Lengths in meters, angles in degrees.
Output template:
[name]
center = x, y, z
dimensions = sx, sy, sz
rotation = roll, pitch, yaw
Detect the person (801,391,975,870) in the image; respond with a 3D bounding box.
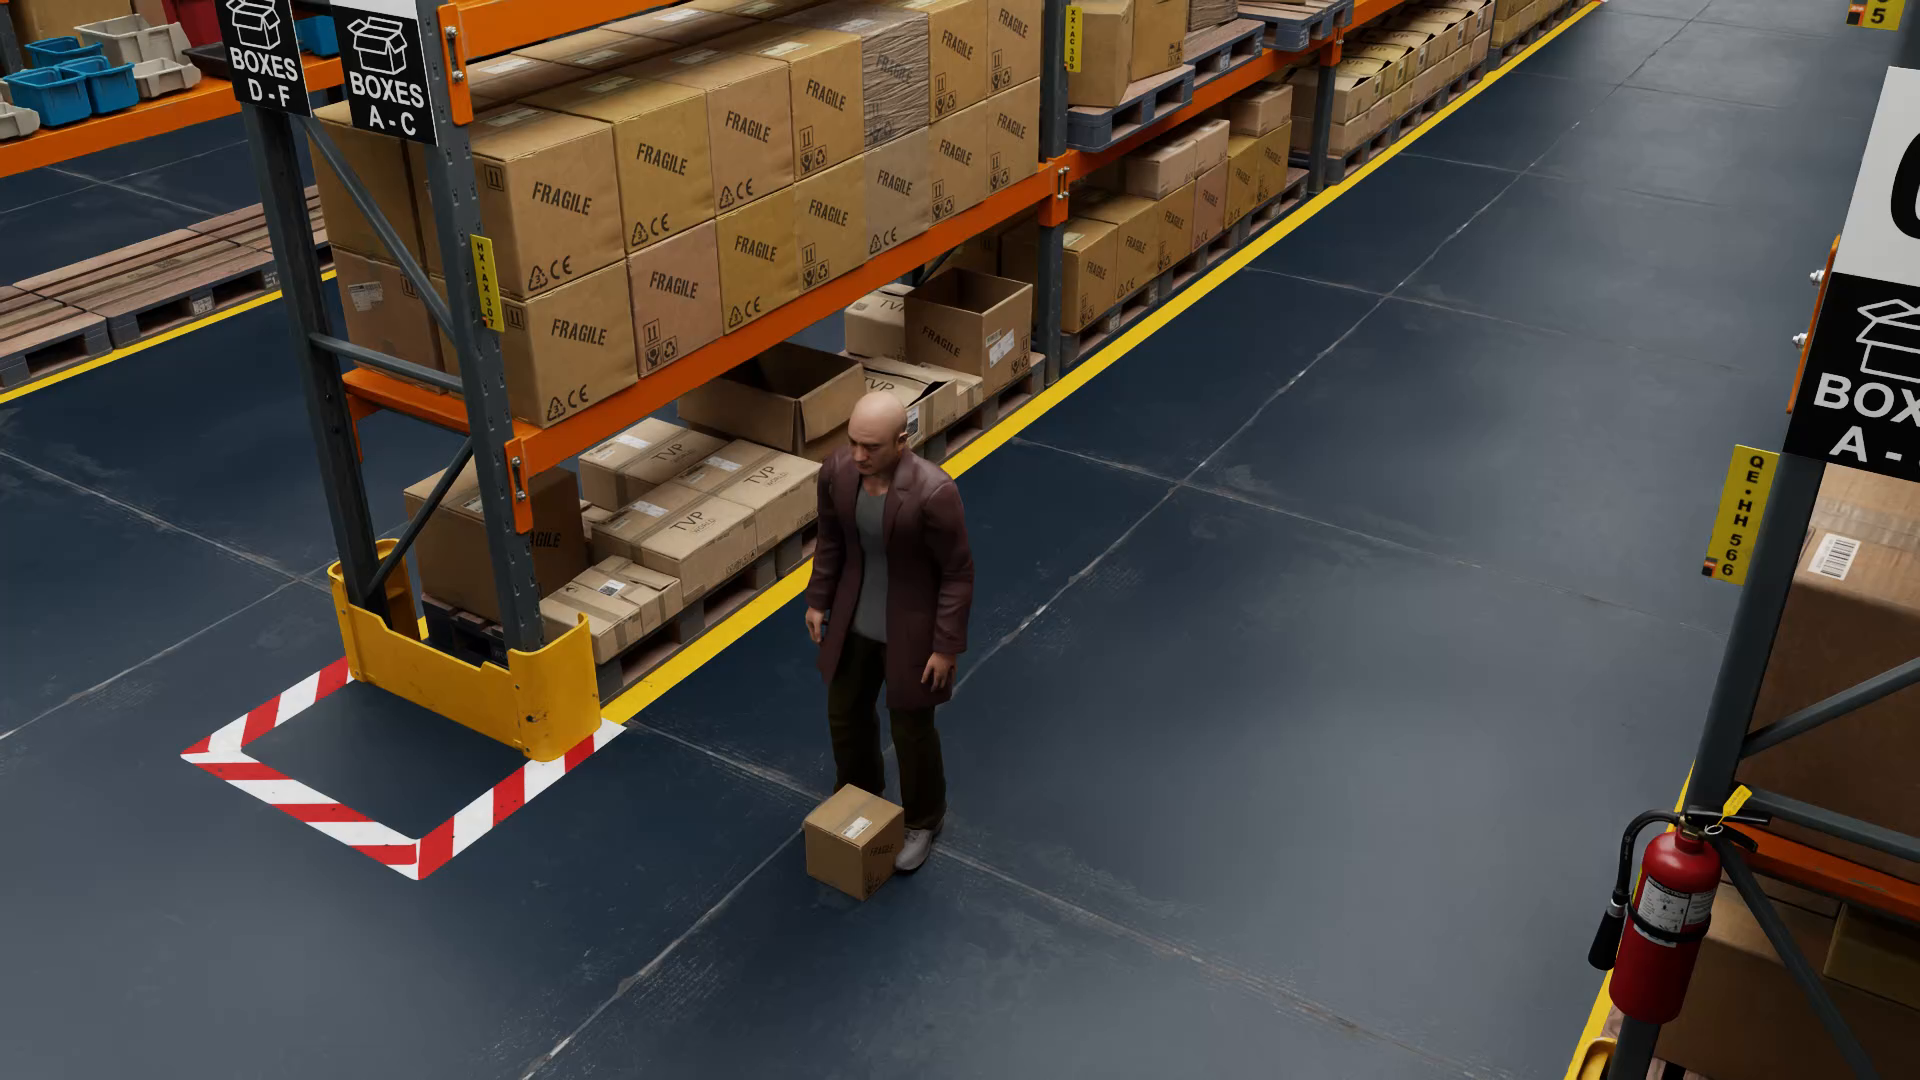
[person]
center = -0.249, 0.293, 5.638
dimensions = 0.644, 1.774, 0.425
rotation = 18, 35, 28
